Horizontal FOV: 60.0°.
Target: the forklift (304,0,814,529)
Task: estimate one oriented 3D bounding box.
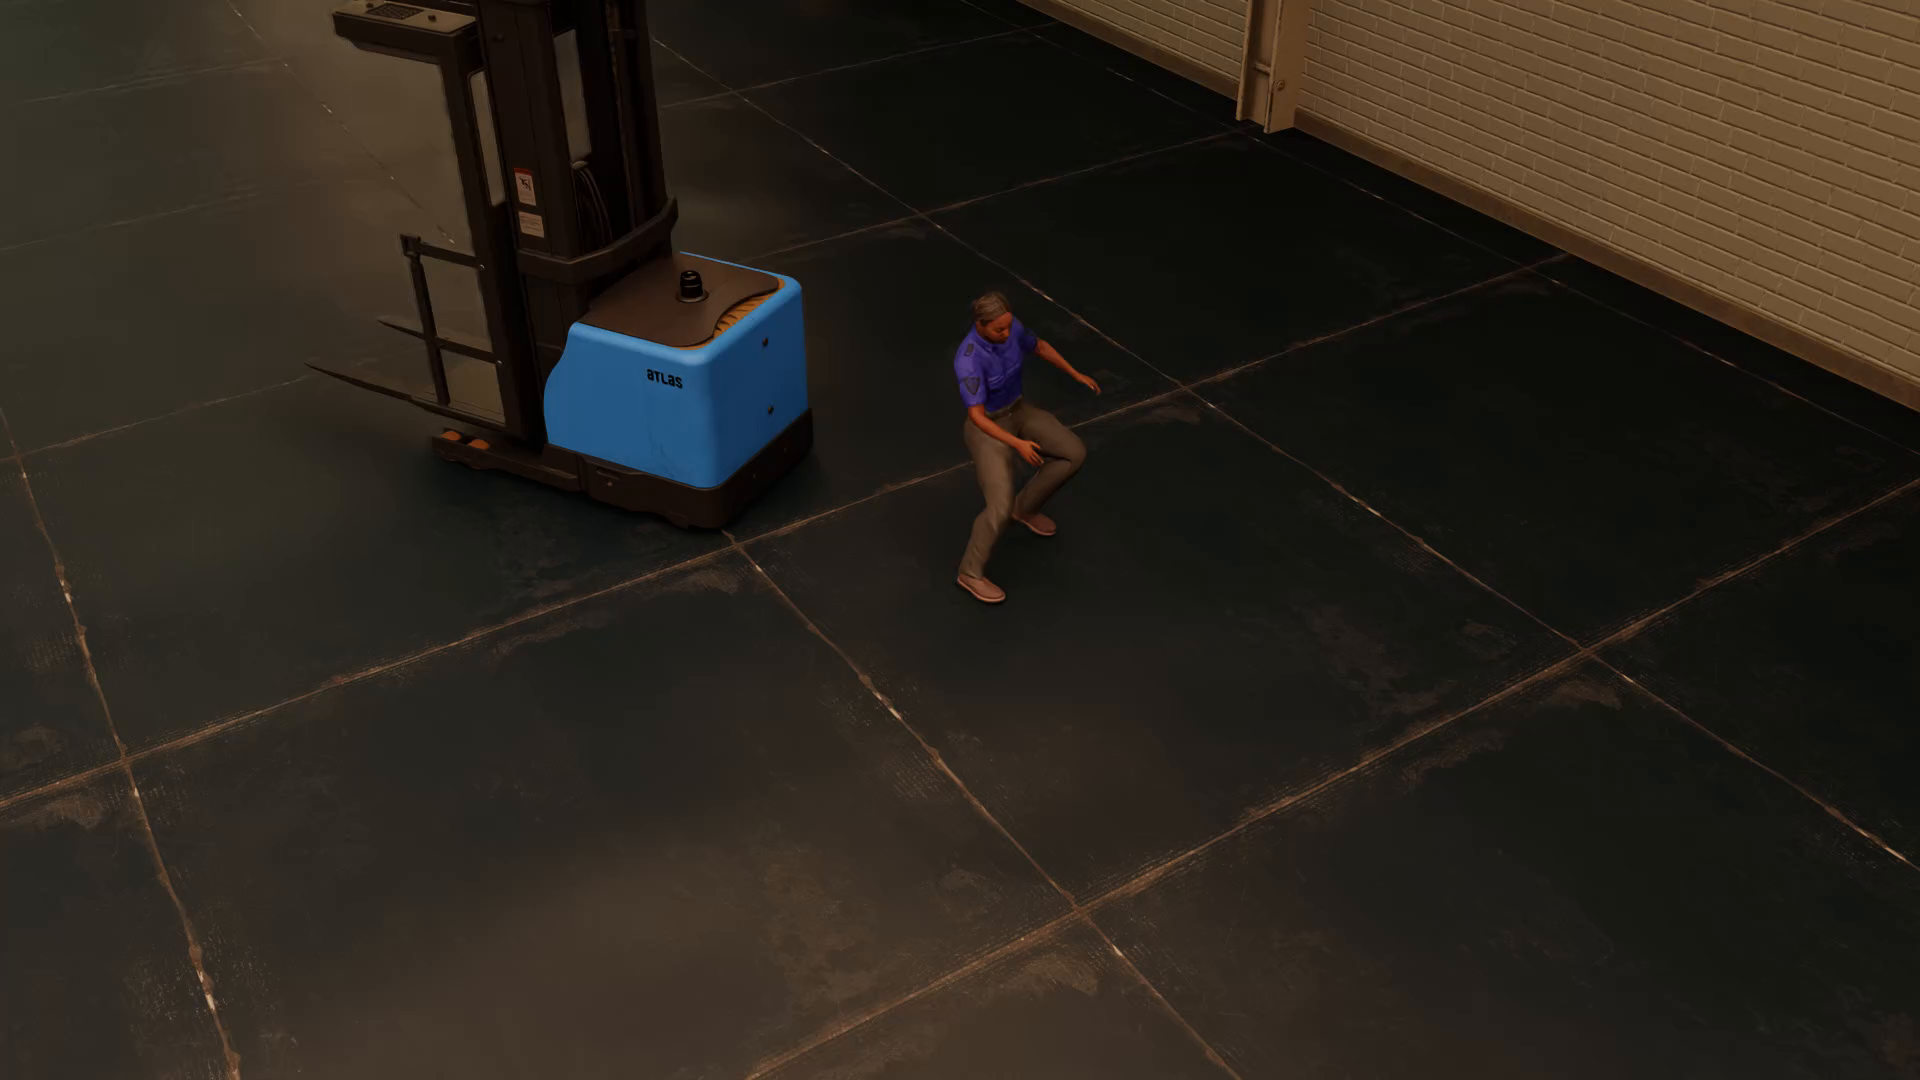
[{"bbox_3d":[-2.373,-1.843,8.771,3.031,2.935,1.130,16,38,22],"label":"forklift"}]

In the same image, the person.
[{"bbox_3d":[0.308,-0.520,8.151,0.686,1.475,0.860,27,43,33],"label":"person"}]
